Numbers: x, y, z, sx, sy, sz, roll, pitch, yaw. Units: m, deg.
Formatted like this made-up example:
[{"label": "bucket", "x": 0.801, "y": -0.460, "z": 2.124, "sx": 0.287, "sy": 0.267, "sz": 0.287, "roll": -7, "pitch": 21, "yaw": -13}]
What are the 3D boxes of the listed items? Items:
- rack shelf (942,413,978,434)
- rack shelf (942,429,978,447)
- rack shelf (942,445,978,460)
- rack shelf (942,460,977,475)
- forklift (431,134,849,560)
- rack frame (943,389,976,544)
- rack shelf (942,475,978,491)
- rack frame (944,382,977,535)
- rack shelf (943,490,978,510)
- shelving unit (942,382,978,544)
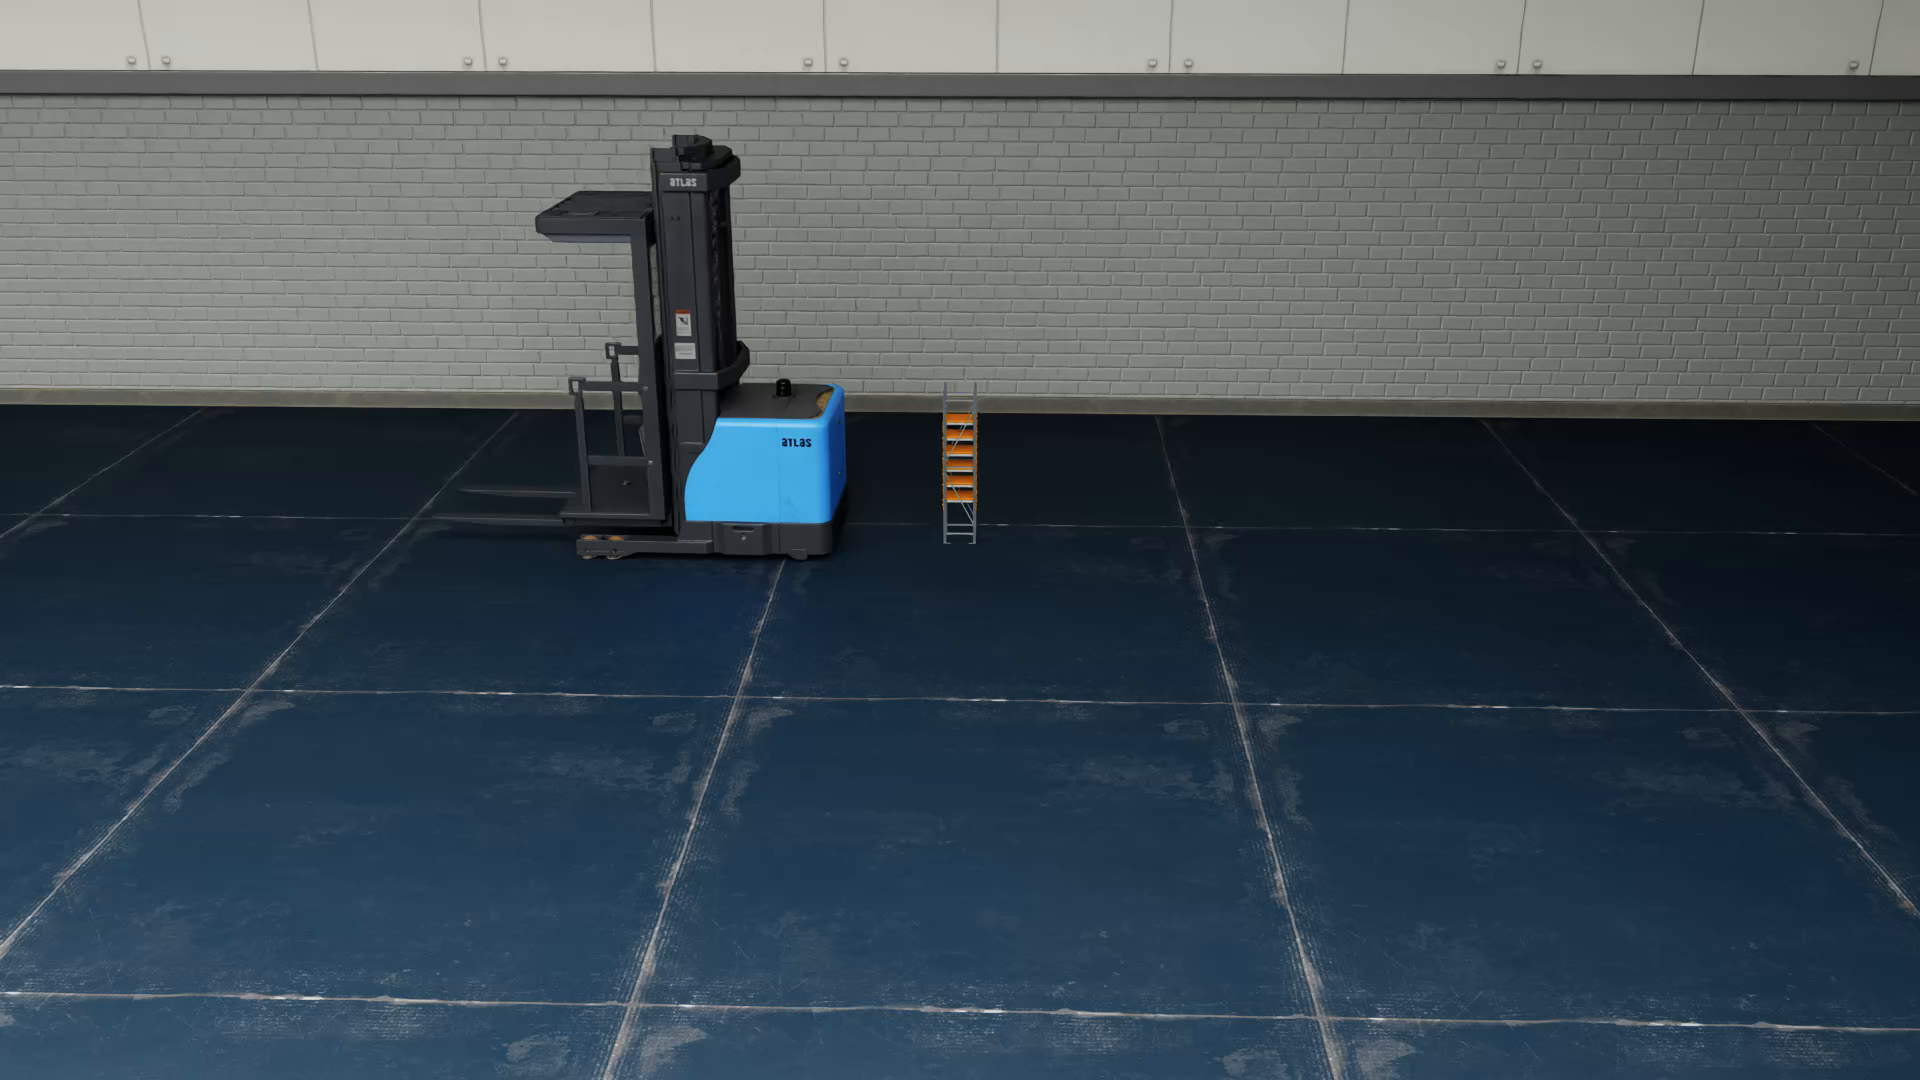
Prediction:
[{"label": "rack shelf", "x": 0.000, "y": -0.859, "z": 12.211, "sx": 0.258, "sy": 0.103, "sz": 0.180, "roll": 1, "pitch": 21, "yaw": 2}, {"label": "rack shelf", "x": 0.000, "y": -0.747, "z": 12.255, "sx": 0.258, "sy": 0.103, "sz": 0.180, "roll": 1, "pitch": 21, "yaw": 2}, {"label": "rack shelf", "x": 0.000, "y": -0.635, "z": 12.298, "sx": 0.258, "sy": 0.103, "sz": 0.180, "roll": 1, "pitch": 21, "yaw": 2}, {"label": "rack shelf", "x": 0.000, "y": -0.523, "z": 12.341, "sx": 0.258, "sy": 0.103, "sz": 0.180, "roll": 1, "pitch": 21, "yaw": 2}, {"label": "forklift", "x": -2.402, "y": -1.413, "z": 12.119, "sx": 3.031, "sy": 2.935, "sz": 1.130, "roll": 1, "pitch": 21, "yaw": 3}, {"label": "rack frame", "x": -0.002, "y": -0.532, "z": 12.240, "sx": 0.240, "sy": 1.200, "sz": 0.006, "roll": 1, "pitch": 21, "yaw": 2}, {"label": "rack shelf", "x": 0.000, "y": -0.411, "z": 12.385, "sx": 0.258, "sy": 0.103, "sz": 0.180, "roll": 1, "pitch": 21, "yaw": 2}, {"label": "rack frame", "x": 0.003, "y": -0.598, "z": 12.411, "sx": 0.240, "sy": 1.200, "sz": 0.006, "roll": 1, "pitch": 21, "yaw": 2}, {"label": "rack shelf", "x": 0.000, "y": -0.299, "z": 12.428, "sx": 0.258, "sy": 0.103, "sz": 0.180, "roll": 1, "pitch": 21, "yaw": 2}, {"label": "shelving unit", "x": 0.000, "y": -0.565, "z": 12.325, "sx": 0.258, "sy": 1.200, "sz": 0.189, "roll": 1, "pitch": 21, "yaw": 2}]
